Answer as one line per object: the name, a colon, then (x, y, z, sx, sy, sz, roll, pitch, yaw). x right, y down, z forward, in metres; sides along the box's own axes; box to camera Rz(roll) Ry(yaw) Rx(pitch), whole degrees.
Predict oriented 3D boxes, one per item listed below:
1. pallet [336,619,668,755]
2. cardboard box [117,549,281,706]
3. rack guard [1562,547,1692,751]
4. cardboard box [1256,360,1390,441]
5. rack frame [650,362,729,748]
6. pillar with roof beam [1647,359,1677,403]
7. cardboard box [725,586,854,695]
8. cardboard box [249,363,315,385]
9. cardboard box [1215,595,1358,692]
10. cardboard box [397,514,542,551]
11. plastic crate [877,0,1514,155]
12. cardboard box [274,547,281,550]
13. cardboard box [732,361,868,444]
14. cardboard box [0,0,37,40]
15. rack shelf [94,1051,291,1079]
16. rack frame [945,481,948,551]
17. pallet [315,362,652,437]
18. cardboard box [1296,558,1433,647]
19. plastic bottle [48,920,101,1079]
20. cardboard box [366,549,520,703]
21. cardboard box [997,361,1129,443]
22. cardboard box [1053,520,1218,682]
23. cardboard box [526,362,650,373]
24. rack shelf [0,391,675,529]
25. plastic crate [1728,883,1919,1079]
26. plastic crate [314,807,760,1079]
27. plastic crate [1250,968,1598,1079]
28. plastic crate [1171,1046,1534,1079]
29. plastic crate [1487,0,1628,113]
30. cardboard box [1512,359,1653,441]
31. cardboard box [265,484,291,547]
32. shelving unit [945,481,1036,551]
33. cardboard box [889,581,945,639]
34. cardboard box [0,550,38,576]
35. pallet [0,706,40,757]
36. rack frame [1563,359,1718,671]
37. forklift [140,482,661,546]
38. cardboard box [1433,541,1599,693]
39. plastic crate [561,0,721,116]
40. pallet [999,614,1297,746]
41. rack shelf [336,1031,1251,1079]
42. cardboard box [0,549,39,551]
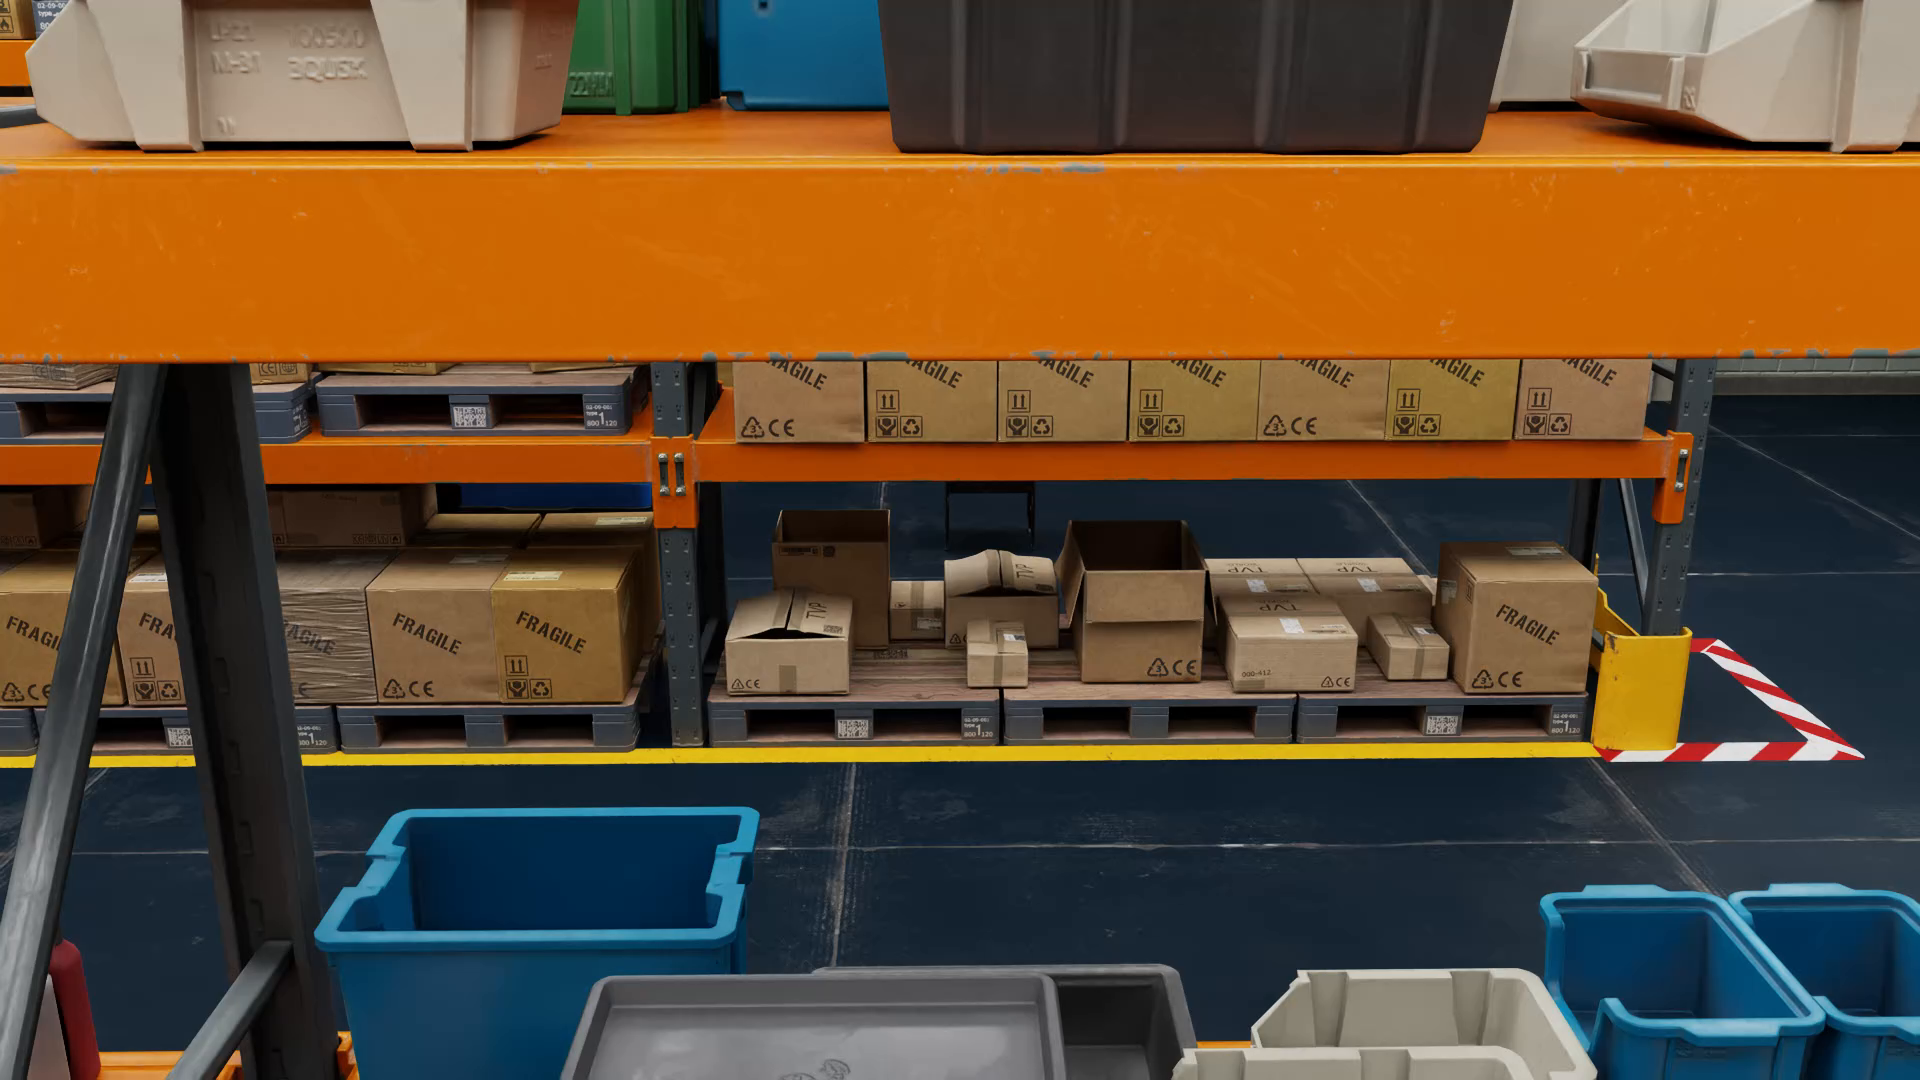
pallet: (-1.946, 0.622, 7.262, 1.213, 0.211, 1.003, 0, 18, -1)
cardboard box: (-3.126, 0.355, 6.902, 0.500, 0.500, 0.500, -1, 18, -3)
rack guard: (2.790, 0.450, 7.325, 0.348, 0.500, 1.175, 0, 18, -1)
cardboard box: (1.405, -0.698, 6.650, 0.500, 0.500, 0.500, 0, 18, 0)
rack frame: (-1.133, -0.721, 6.884, 0.127, 3.000, 1.000, 0, 18, -1)
pillar with roof beam: (5.538, -4.072, 7.509, 0.400, 9.000, 9.100, 0, 18, -1)
cardboard box: (-0.710, 0.414, 7.028, 0.500, 0.311, 0.500, 0, 18, -1)
cardboard box: (-2.899, -0.941, 6.719, 0.500, 0.500, 0.700, -5, 18, -15)
cardboard box: (1.376, 0.433, 7.069, 0.500, 0.250, 0.500, 0, 18, -1)
cardboard box: (-2.154, 0.194, 7.405, 0.500, 0.500, 0.500, 0, 18, 0)
plastic crate: (0.188, -0.496, 1.487, 0.590, 0.269, 0.497, 0, 18, -1)
cardboard box: (-3.159, 0.196, 7.397, 0.500, 0.500, 0.500, -1, 18, -3)
cardboard box: (-0.619, -0.688, 6.617, 0.500, 0.500, 0.500, 0, 18, 1)
cardboard box: (-3.667, -2.195, 6.405, 0.500, 0.500, 0.910, 0, 18, -1)
rack shelf: (-3.059, 1.144, 2.248, 4.000, 0.370, 1.077, 0, 18, -1)
rack frame: (-0.078, -0.999, 9.226, 0.015, 2.100, 0.400, 0, 18, -1)
pallet: (-1.934, -0.659, 7.005, 1.213, 0.211, 1.003, 0, 18, -1)
cardboard box: (1.818, 0.278, 7.551, 0.500, 0.250, 0.500, 0, 18, -1)
plastic bottle: (-1.432, 0.719, 2.586, 0.133, 0.283, 0.061, 0, 18, -1)
cardboard box: (-2.117, 0.350, 6.919, 0.500, 0.500, 0.500, 0, 18, -1)
cardboard box: (0.393, -0.693, 6.633, 0.500, 0.500, 0.500, 0, 18, -1)
cardboard box: (0.745, 0.248, 7.231, 0.637, 0.503, 0.797, 0, 18, -1)
cardboard box: (-1.610, -1.034, 7.010, 0.500, 0.500, 0.700, -6, 19, -19)
rack shelf: (-3.133, -0.369, 6.964, 4.000, 0.370, 1.077, 0, 18, -1)
plastic crate: (1.372, 0.731, 2.534, 0.300, 0.233, 0.416, 0, 18, -1)
plastic crate: (-0.597, 0.665, 2.493, 0.575, 0.384, 0.392, 0, 18, -1)
plastic crate: (0.678, 0.789, 2.511, 0.466, 0.136, 0.293, 0, 18, -1)
plastic crate: (0.471, 0.869, 2.024, 0.530, 0.282, 0.437, 0, 18, -1)
plastic crate: (0.720, -0.683, 2.048, 0.530, 0.282, 0.437, 0, 18, -1)
cardboard box: (2.423, -0.702, 6.663, 0.500, 0.500, 0.500, 0, 18, 1)
cardboard box: (-3.122, -0.162, 7.286, 0.500, 0.250, 0.500, -1, 18, -2)
shelving unit: (0.166, -1.001, 9.229, 0.503, 2.100, 0.431, 0, 18, -1)
cardboard box: (-0.194, 0.318, 7.594, 0.250, 0.149, 0.380, 0, 18, -1)
cardboard box: (-4.150, 0.360, 6.886, 0.500, 0.500, 0.500, -1, 18, -3)
pallet: (-4.386, 0.634, 7.225, 1.213, 0.211, 1.003, 0, 18, -1)
rack frame: (2.866, -0.740, 6.944, 0.127, 3.000, 1.000, 0, 18, -1)
forklift: (-3.161, -1.446, 9.257, 3.031, 2.935, 1.130, 1, 18, 2)
cardboard box: (2.326, 0.318, 7.016, 0.500, 0.500, 0.500, 0, 18, -1)
plastic crate: (-0.640, -0.630, 2.036, 0.662, 0.188, 0.450, 0, 18, -1)
pallet: (0.776, 0.597, 7.341, 1.213, 0.211, 1.003, 0, 18, -1)
rack shelf: (0.941, 1.125, 2.308, 4.000, 0.370, 1.077, 0, 18, -1)
cardboard box: (-4.201, 0.203, 7.376, 0.500, 0.500, 0.500, 0, 18, 1)
